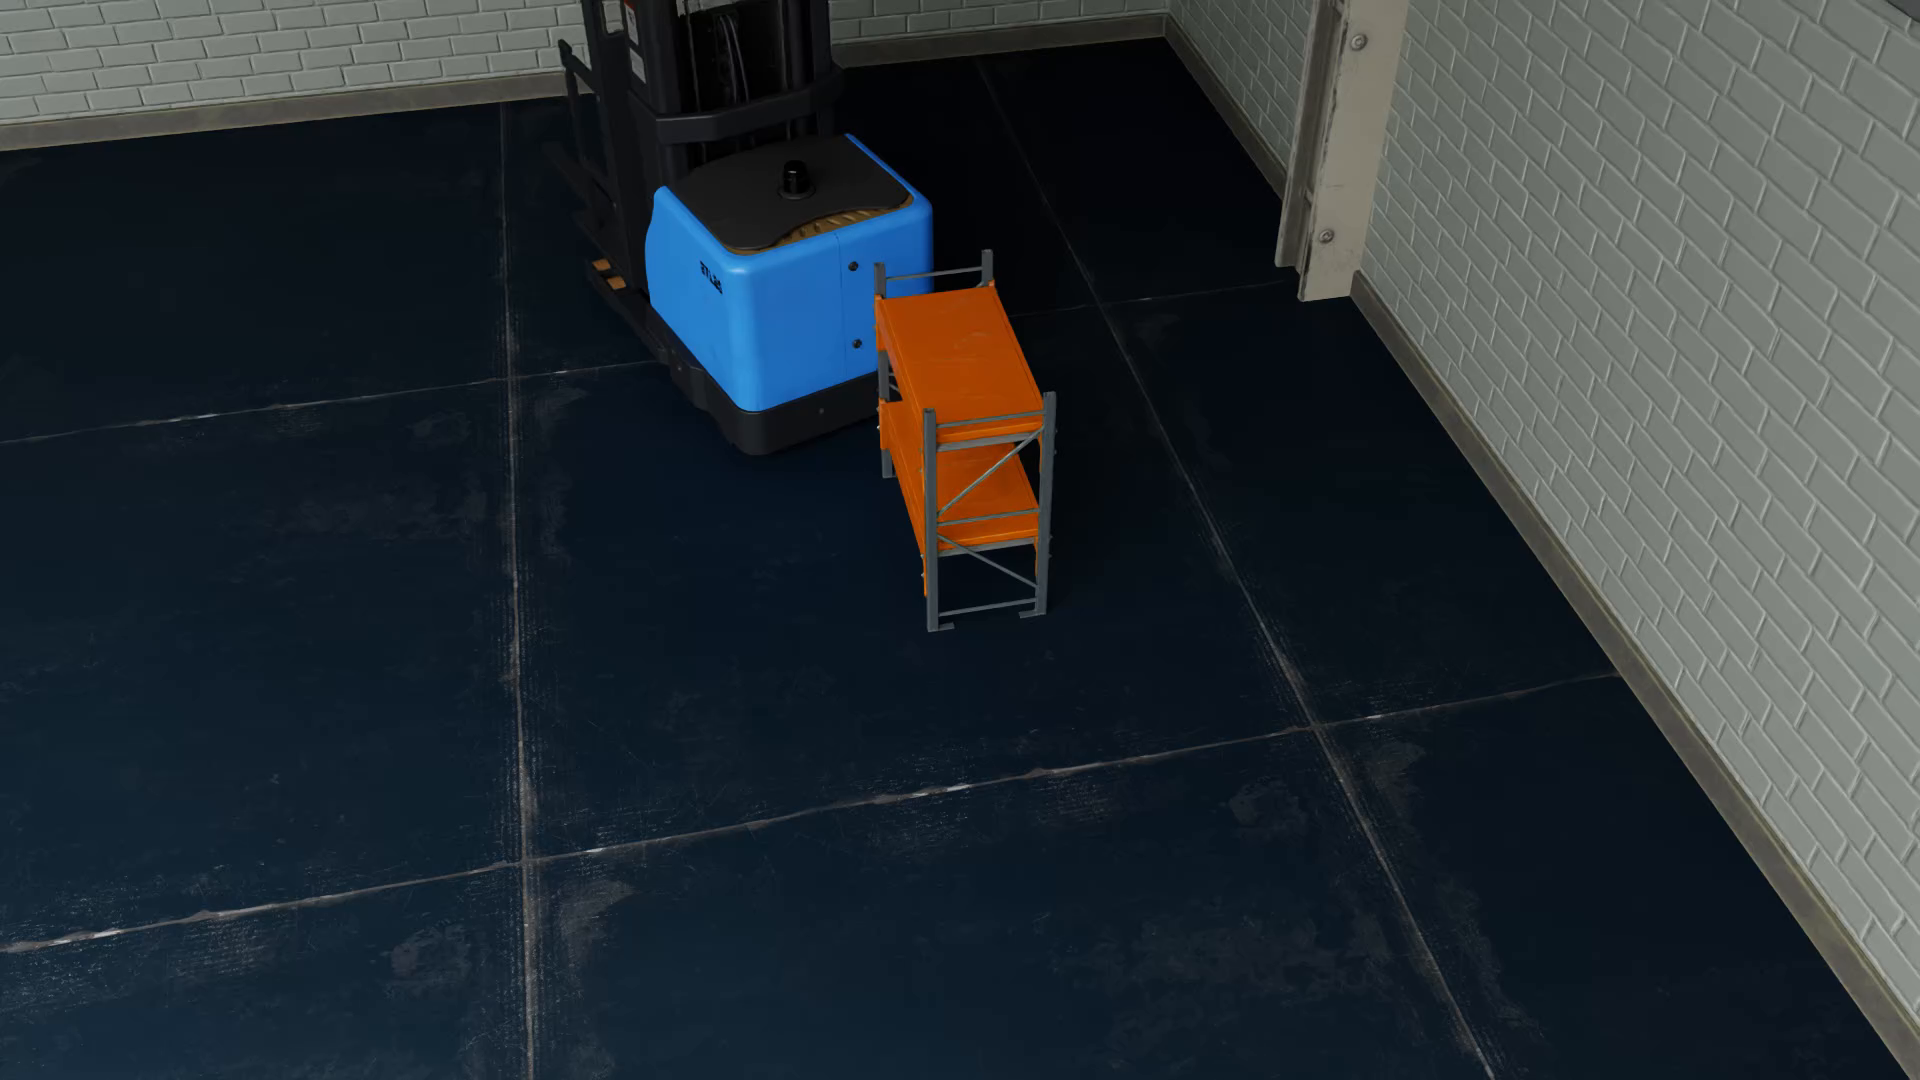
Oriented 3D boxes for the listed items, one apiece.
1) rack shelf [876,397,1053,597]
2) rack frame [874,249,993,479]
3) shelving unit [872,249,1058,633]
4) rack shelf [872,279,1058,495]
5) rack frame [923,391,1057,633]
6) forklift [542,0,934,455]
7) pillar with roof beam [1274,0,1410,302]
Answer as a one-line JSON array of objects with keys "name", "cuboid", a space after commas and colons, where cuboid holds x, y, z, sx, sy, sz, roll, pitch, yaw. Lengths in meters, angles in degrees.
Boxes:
[{"name": "rack shelf", "cuboid": [0.001, -0.233, 7.034, 0.538, 0.278, 1.000, -8, 42, -9]}, {"name": "rack frame", "cuboid": [-0.108, -0.746, 7.243, 0.500, 1.125, 0.032, -8, 42, -9]}, {"name": "shelving unit", "cuboid": [0.001, -0.416, 6.872, 0.538, 1.125, 1.048, -8, 42, -9]}, {"name": "rack shelf", "cuboid": [0.001, -0.635, 6.677, 0.538, 0.278, 1.000, -8, 42, -9]}, {"name": "rack frame", "cuboid": [0.111, -0.087, 6.500, 0.500, 1.125, 0.032, -8, 42, -9]}, {"name": "forklift", "cuboid": [-1.301, -2.439, 7.790, 1.130, 2.935, 3.031, -22, 46, -23]}, {"name": "pillar with roof beam", "cuboid": [-2.325, -4.138, 5.133, 9.100, 9.000, 0.400, -8, 42, -9]}]
